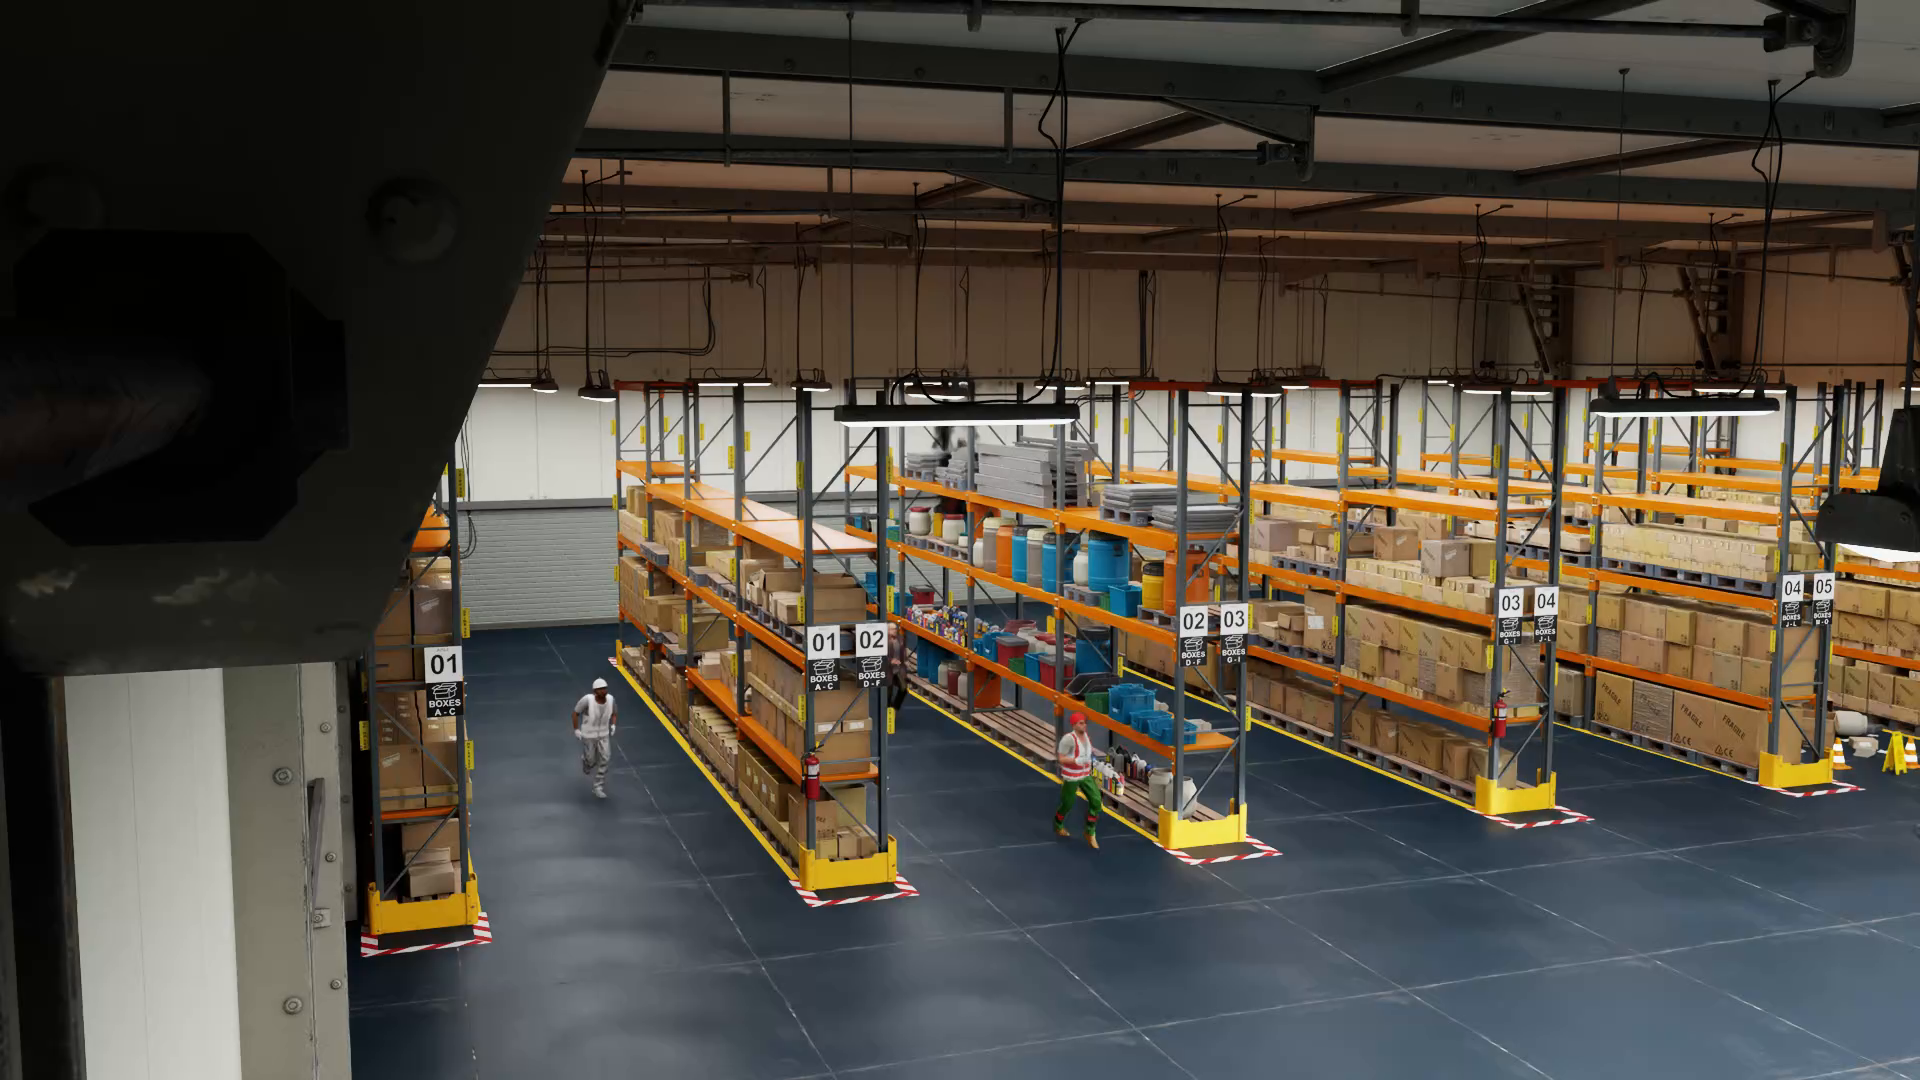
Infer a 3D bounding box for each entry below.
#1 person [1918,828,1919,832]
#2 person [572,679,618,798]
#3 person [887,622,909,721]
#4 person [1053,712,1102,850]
[{"bbox_3d":[12.828,3.236,21.309,0.875,1.697,0.664,2,6,19],"label":"person"},{"bbox_3d":[-5.398,2.889,24.604,0.699,1.745,0.786,-4,7,-31],"label":"person"},{"bbox_3d":[-1.179,2.384,29.502,0.672,1.680,0.837,-3,7,-24],"label":"person"},{"bbox_3d":[1.491,3.147,21.862,0.631,1.823,0.825,-4,7,-34],"label":"person"}]
